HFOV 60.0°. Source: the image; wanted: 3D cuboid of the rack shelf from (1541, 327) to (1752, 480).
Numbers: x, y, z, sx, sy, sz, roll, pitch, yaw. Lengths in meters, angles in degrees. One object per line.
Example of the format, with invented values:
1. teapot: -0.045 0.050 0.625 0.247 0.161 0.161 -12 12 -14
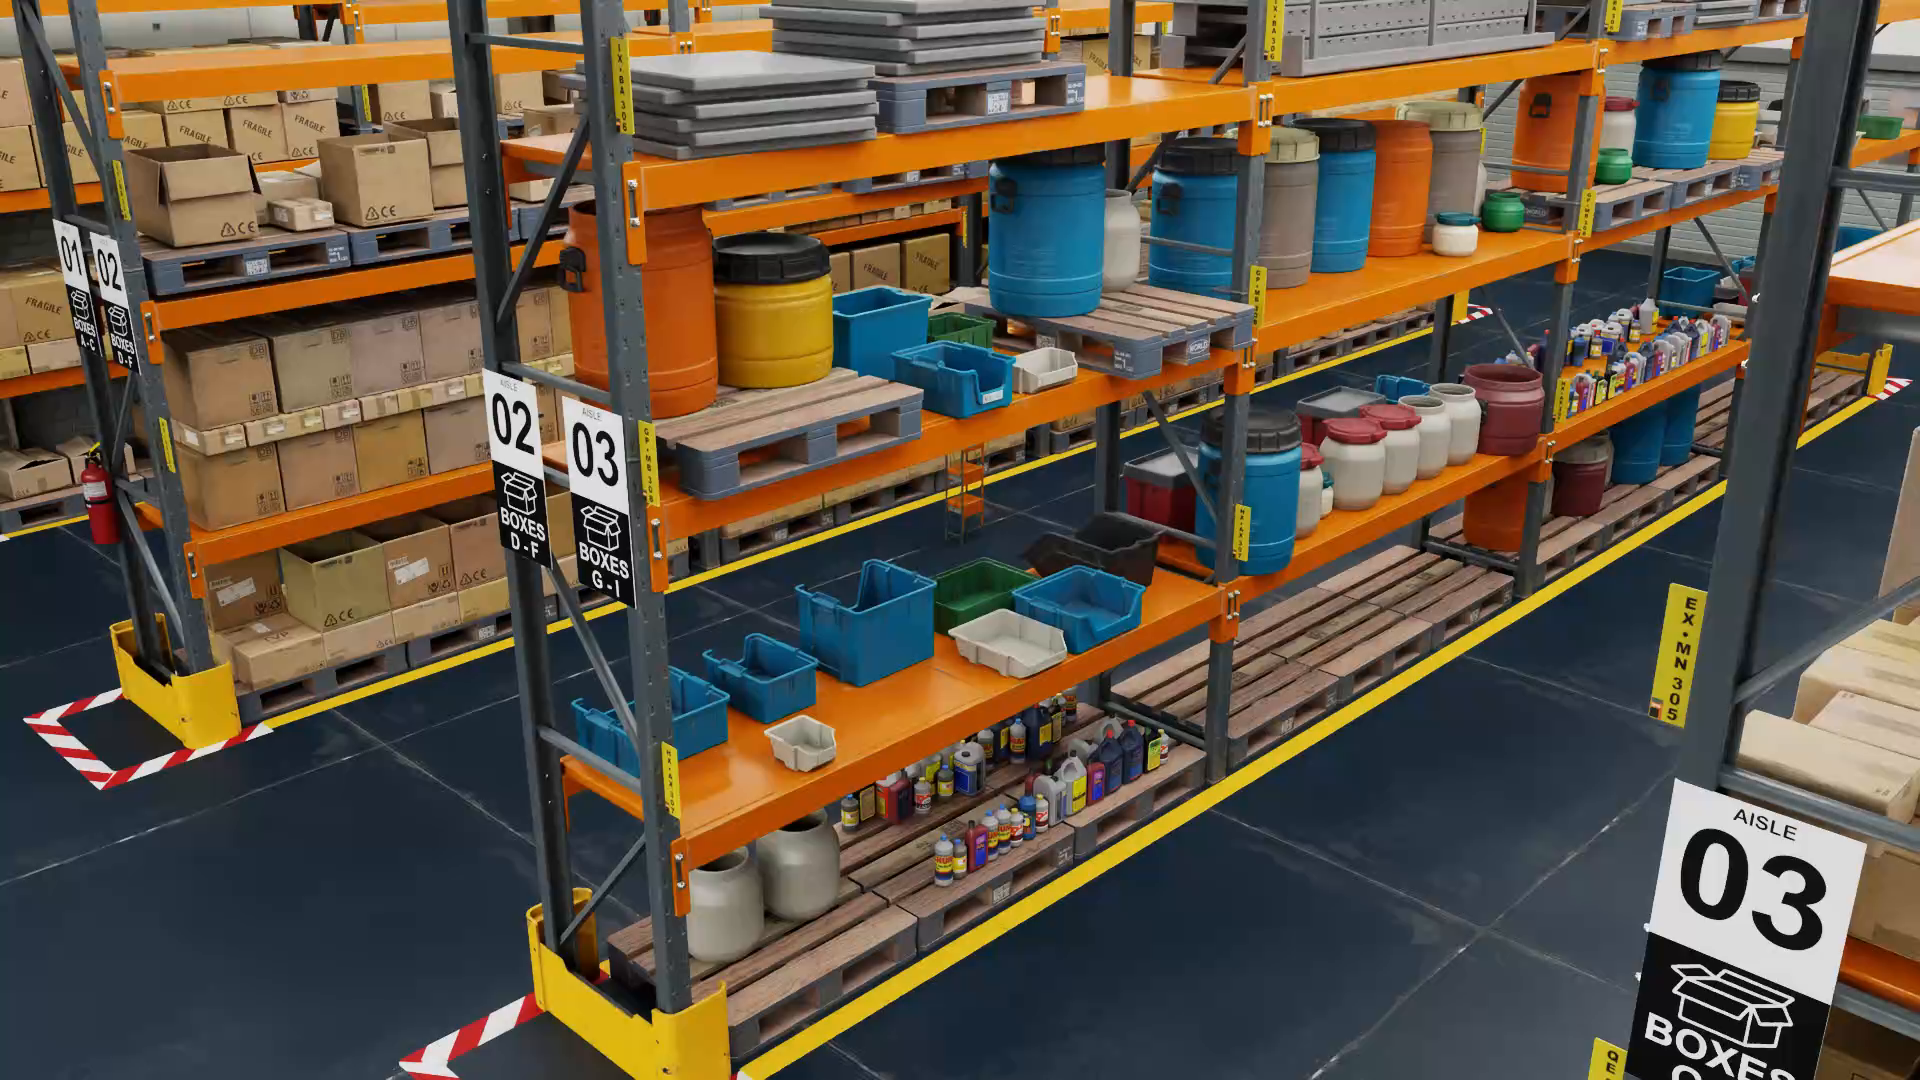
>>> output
1. rack shelf: 5.404 -1.259 14.033 1.077 0.370 4.000 19 28 41

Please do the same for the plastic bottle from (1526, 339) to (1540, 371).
1. plastic bottle: 4.783 -1.531 13.900 0.061 0.283 0.133 19 28 41

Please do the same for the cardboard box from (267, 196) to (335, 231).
1. cardboard box: -4.171 -2.067 10.523 0.380 0.149 0.250 19 28 41

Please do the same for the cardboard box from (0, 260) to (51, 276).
1. cardboard box: -8.135 -2.094 14.340 0.500 0.500 0.500 -20 29 -41

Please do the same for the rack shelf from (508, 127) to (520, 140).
1. rack shelf: -4.485 -4.110 17.271 1.077 0.370 4.000 19 28 41

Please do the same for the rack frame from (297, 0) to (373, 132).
1. rack frame: -5.880 -5.332 15.266 1.000 3.000 0.127 19 28 41

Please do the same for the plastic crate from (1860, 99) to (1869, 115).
1. plastic crate: 9.121 -4.447 17.326 0.497 0.269 0.590 19 28 41

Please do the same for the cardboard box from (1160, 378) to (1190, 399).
1. cardboard box: 2.060 -1.804 17.321 0.500 0.500 0.500 18 27 39

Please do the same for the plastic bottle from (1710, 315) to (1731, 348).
1. plastic bottle: 6.756 -1.869 14.790 0.152 0.276 0.135 19 28 41

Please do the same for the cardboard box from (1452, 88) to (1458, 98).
1. cardboard box: 5.874 -5.510 20.118 0.500 0.250 0.500 19 28 41

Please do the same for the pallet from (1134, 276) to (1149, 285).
1. pallet: 1.816 -2.733 17.133 1.003 0.211 1.213 19 28 41

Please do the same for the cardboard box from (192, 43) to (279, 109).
1. cardboard box: -6.412 -4.114 14.716 0.500 0.500 0.500 -18 28 -39

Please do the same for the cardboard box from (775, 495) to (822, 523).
1. cardboard box: -1.512 -0.378 13.987 0.500 0.250 0.500 -19 28 -41

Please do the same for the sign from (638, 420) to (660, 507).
1. sign: -1.181 -0.290 6.315 0.100 0.325 0.005 19 28 41

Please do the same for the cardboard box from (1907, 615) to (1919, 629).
1. cardboard box: 2.745 0.312 4.417 0.380 0.149 0.250 20 28 41

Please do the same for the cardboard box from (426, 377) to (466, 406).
1. cardboard box: -3.617 -1.056 11.460 0.380 0.149 0.250 20 28 41

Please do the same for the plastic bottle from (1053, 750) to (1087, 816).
1. plastic bottle: 0.616 1.349 9.325 0.144 0.351 0.185 19 28 40

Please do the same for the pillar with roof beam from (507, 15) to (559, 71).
1. pillar with roof beam: -1.532 -5.165 14.832 9.100 9.000 0.400 19 28 41

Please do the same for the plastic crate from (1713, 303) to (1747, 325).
1. plastic crate: 7.226 -2.097 15.496 0.396 0.136 0.243 19 28 41

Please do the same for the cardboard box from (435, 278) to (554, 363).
1. cardboard box: -3.334 -1.571 11.895 0.700 0.500 0.500 19 28 41

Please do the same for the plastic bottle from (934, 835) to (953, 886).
1. plastic bottle: -0.084 1.656 8.637 0.097 0.271 0.097 0 21 0

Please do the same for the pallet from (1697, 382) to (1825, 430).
1. pallet: 8.136 -1.321 17.079 1.003 0.211 1.213 19 28 41

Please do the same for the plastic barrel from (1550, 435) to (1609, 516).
1. plastic barrel: 5.126 -0.571 14.017 0.600 0.588 0.708 19 28 41

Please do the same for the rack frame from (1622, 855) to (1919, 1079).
1. rack frame: 1.977 2.216 3.991 1.000 3.000 0.127 19 28 41

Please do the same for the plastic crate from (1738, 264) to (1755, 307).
1. plastic crate: 7.602 -2.333 15.653 0.402 0.464 0.583 19 28 41

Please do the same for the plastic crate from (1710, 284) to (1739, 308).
1. plastic crate: 7.388 -2.363 16.204 0.437 0.125 0.590 19 28 41

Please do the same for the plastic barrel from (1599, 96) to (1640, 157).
1. plastic barrel: 5.138 -3.234 13.213 0.433 0.535 0.433 0 21 0

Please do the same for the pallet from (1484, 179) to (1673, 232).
1. pallet: 4.613 -2.565 12.510 1.003 0.211 1.213 19 28 41

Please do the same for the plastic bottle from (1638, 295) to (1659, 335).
1. plastic bottle: 6.293 -2.066 15.199 0.144 0.351 0.185 19 28 41

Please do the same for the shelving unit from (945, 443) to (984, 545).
1. shelving unit: 0.037 -0.504 13.784 0.215 1.050 0.252 19 28 41

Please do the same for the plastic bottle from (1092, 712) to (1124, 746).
1. plastic bottle: 0.872 1.180 9.763 0.144 0.351 0.185 19 28 41

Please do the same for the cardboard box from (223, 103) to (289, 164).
1. cardboard box: -6.417 -3.669 14.954 0.500 0.500 0.500 16 26 36

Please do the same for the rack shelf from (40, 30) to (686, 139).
1. rack shelf: -3.723 -3.057 10.906 1.077 0.370 4.000 19 28 41

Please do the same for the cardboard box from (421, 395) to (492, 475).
1. cardboard box: -3.706 -0.827 11.767 0.500 0.500 0.700 -19 28 -40

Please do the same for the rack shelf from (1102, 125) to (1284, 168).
1. rack shelf: 1.858 -3.900 16.723 1.077 0.370 4.000 19 28 41

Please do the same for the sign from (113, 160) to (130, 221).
1. sign: -4.725 -1.969 9.370 0.100 0.325 0.005 19 28 41

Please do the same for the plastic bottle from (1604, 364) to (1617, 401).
1. plastic bottle: 5.152 -1.258 13.190 0.061 0.283 0.133 19 28 41

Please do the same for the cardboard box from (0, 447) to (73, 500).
1. cardboard box: -8.123 -0.609 14.475 0.500 0.311 0.500 15 26 35

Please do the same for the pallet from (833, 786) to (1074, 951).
1. pallet: -0.131 1.727 9.150 1.003 0.211 1.213 19 28 41

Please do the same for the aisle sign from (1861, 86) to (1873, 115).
1. aisle sign: 9.427 -4.443 17.692 0.394 0.787 0.004 19 28 41

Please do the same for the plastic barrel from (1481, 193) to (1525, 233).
1. plastic barrel: 3.873 -2.332 11.858 0.294 0.245 0.294 0 21 0

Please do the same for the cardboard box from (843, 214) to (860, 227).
1. cardboard box: -1.443 -3.942 20.333 0.250 0.149 0.380 -19 28 -40

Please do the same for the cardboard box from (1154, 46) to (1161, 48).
1. cardboard box: 2.399 -4.750 17.070 0.600 0.600 0.600 19 28 40

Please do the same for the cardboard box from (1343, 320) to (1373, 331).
1. cardboard box: 4.560 -2.874 20.098 0.797 0.503 0.637 19 28 41

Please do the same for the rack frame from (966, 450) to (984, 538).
1. rack frame: 0.122 -0.535 13.865 0.200 1.050 0.008 19 28 41

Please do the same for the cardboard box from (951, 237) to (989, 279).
1. cardboard box: 0.296 -3.784 22.499 0.700 0.500 0.500 20 29 41

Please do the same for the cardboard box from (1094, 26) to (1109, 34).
1. cardboard box: 1.819 -7.157 22.634 0.500 0.500 0.500 -19 28 -40

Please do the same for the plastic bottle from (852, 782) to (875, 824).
1. plastic bottle: -0.536 1.422 9.228 0.133 0.283 0.061 -19 28 -41

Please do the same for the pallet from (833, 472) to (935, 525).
1. pallet: -0.991 -0.506 14.958 1.003 0.211 1.213 19 28 41

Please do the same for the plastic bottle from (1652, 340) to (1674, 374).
1. plastic bottle: 5.894 -1.551 13.963 0.152 0.276 0.135 19 28 41

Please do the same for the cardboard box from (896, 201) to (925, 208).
1. cardboard box: -0.789 -4.468 20.797 0.500 0.500 0.500 20 28 41

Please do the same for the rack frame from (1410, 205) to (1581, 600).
1. rack frame: 4.009 -1.080 12.567 1.000 3.000 0.127 19 28 41

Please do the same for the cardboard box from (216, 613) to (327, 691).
1. cardboard box: -4.585 0.741 11.076 0.500 0.250 0.500 19 28 41

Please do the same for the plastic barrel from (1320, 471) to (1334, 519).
1. plastic barrel: 2.252 -0.290 10.702 0.301 0.262 0.301 0 21 0

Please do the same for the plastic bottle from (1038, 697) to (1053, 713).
1. plastic bottle: 0.476 1.076 10.139 0.135 0.276 0.152 -19 28 -40
